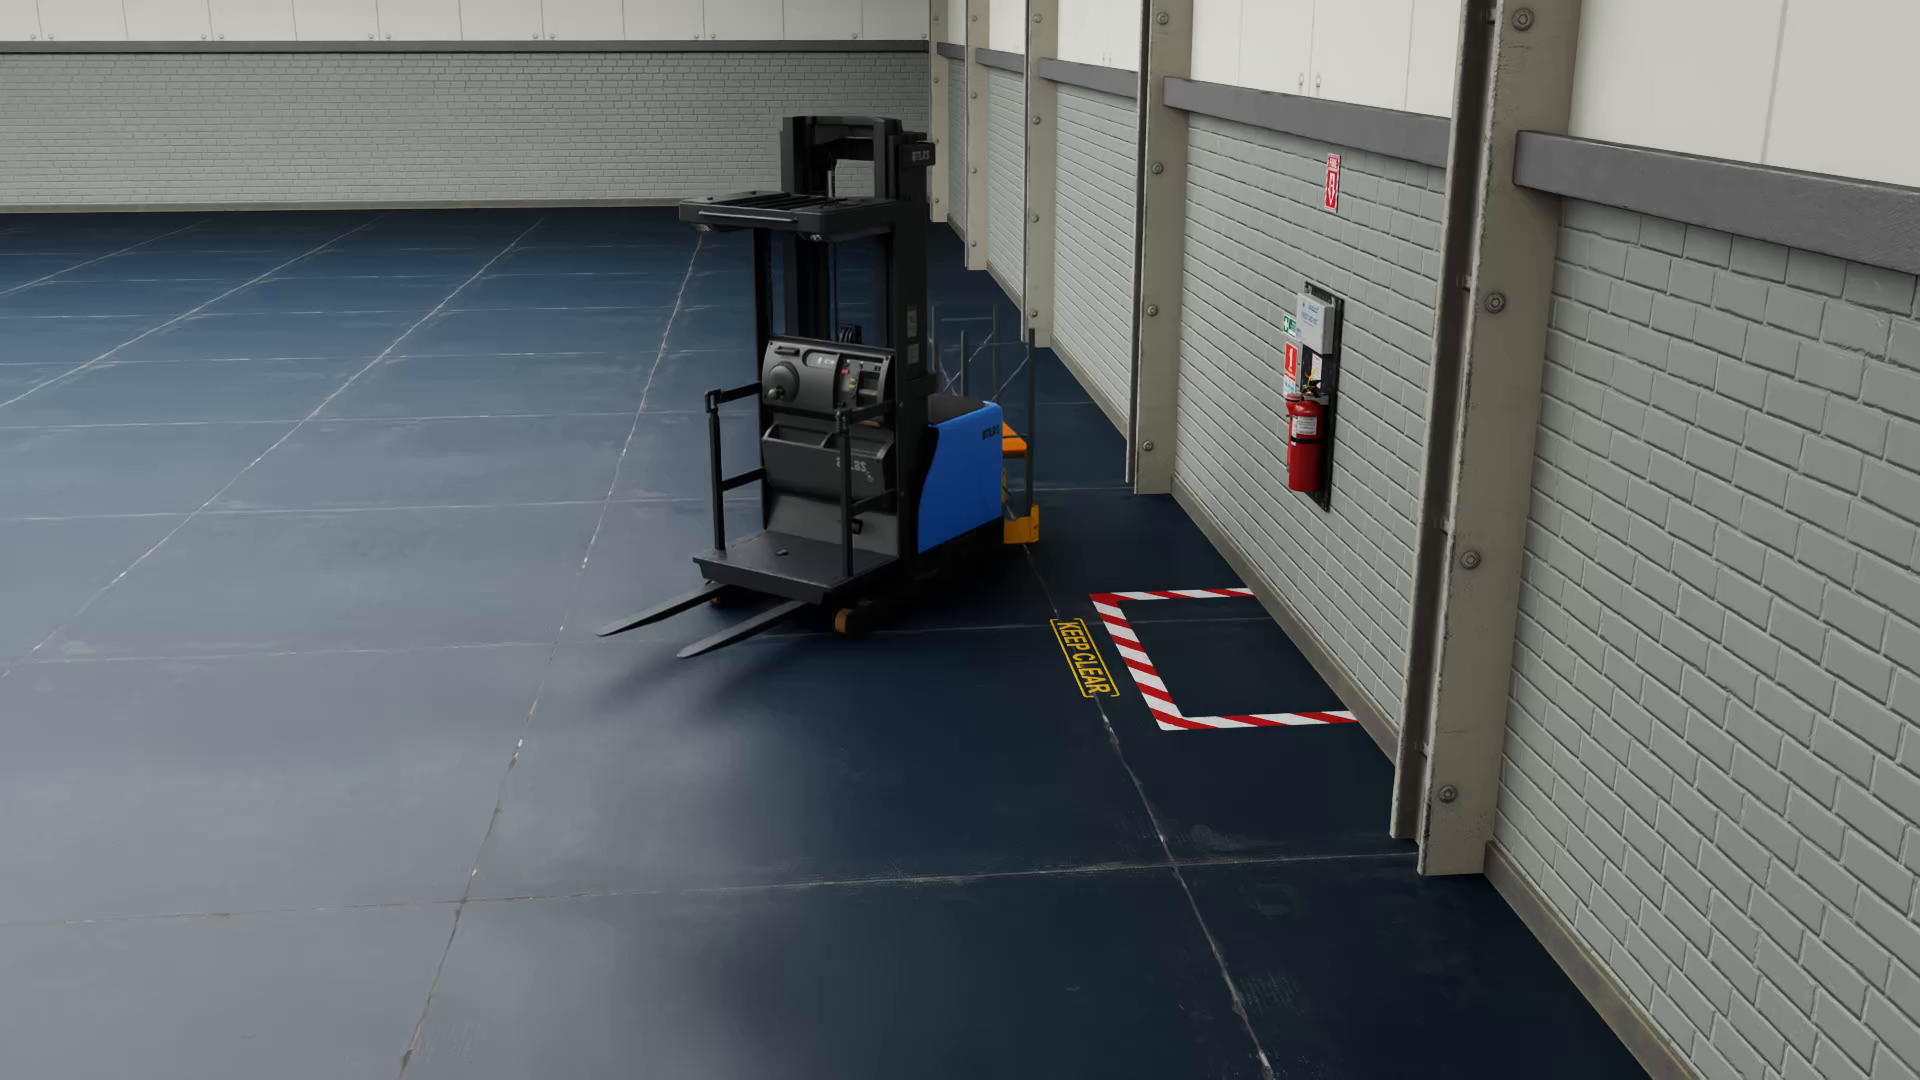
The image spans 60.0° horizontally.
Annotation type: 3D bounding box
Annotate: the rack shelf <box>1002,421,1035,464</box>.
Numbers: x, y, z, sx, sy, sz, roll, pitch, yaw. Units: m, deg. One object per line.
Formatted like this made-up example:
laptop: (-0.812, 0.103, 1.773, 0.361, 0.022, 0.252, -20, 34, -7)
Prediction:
rack shelf: (0.153, -0.677, 11.932, 0.538, 0.185, 1.000, -4, 18, -11)

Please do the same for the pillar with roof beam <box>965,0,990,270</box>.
pillar with roof beam: (-4.034, -8.152, 22.620, 9.100, 9.000, 0.400, -2, 18, -6)

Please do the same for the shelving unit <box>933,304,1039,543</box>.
shelving unit: (0.155, -0.846, 11.869, 0.587, 1.500, 1.083, -4, 18, -11)

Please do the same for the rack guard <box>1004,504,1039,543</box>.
rack guard: (0.258, -0.104, 11.592, 0.587, 0.250, 0.087, -4, 18, -11)

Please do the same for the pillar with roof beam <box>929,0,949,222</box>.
pillar with roof beam: (-4.652, -9.940, 28.314, 9.100, 9.000, 0.400, -2, 18, -6)

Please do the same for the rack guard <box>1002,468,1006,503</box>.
rack guard: (0.052, -0.396, 12.521, 0.587, 0.250, 0.087, -4, 18, -11)

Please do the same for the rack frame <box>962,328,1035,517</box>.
rack frame: (0.259, -0.700, 11.403, 0.500, 1.500, 0.032, -4, 18, -11)

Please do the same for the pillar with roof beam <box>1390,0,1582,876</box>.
pillar with roof beam: (-2.177, -2.789, 5.538, 9.100, 9.000, 0.400, -2, 18, -6)

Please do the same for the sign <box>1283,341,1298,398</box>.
sign: (1.934, -0.982, 9.739, 0.001, 0.329, 0.234, -2, 18, -6)

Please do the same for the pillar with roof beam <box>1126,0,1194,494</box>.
pillar with roof beam: (-2.796, -4.577, 11.232, 9.100, 9.000, 0.400, -2, 18, -6)

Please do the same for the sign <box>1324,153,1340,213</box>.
sign: (1.986, -1.909, 8.879, 0.001, 0.298, 0.199, -2, 18, -6)

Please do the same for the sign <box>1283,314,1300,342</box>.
sign: (1.925, -1.234, 9.654, 0.001, 0.109, 0.331, -2, 18, -6)

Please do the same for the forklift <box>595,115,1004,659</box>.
forklift: (-0.930, -0.988, 9.931, 1.130, 2.935, 3.031, 11, 21, 31)

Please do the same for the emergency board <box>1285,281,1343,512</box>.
emergency board: (1.888, -0.797, 9.209, 0.194, 1.169, 0.643, -2, 18, -6)

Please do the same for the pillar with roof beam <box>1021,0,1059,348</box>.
pillar with roof beam: (-3.415, -6.364, 16.926, 9.100, 9.000, 0.400, -2, 18, -6)

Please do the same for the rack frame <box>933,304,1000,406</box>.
rack frame: (0.048, -0.998, 12.352, 0.500, 1.500, 0.032, -4, 18, -11)
